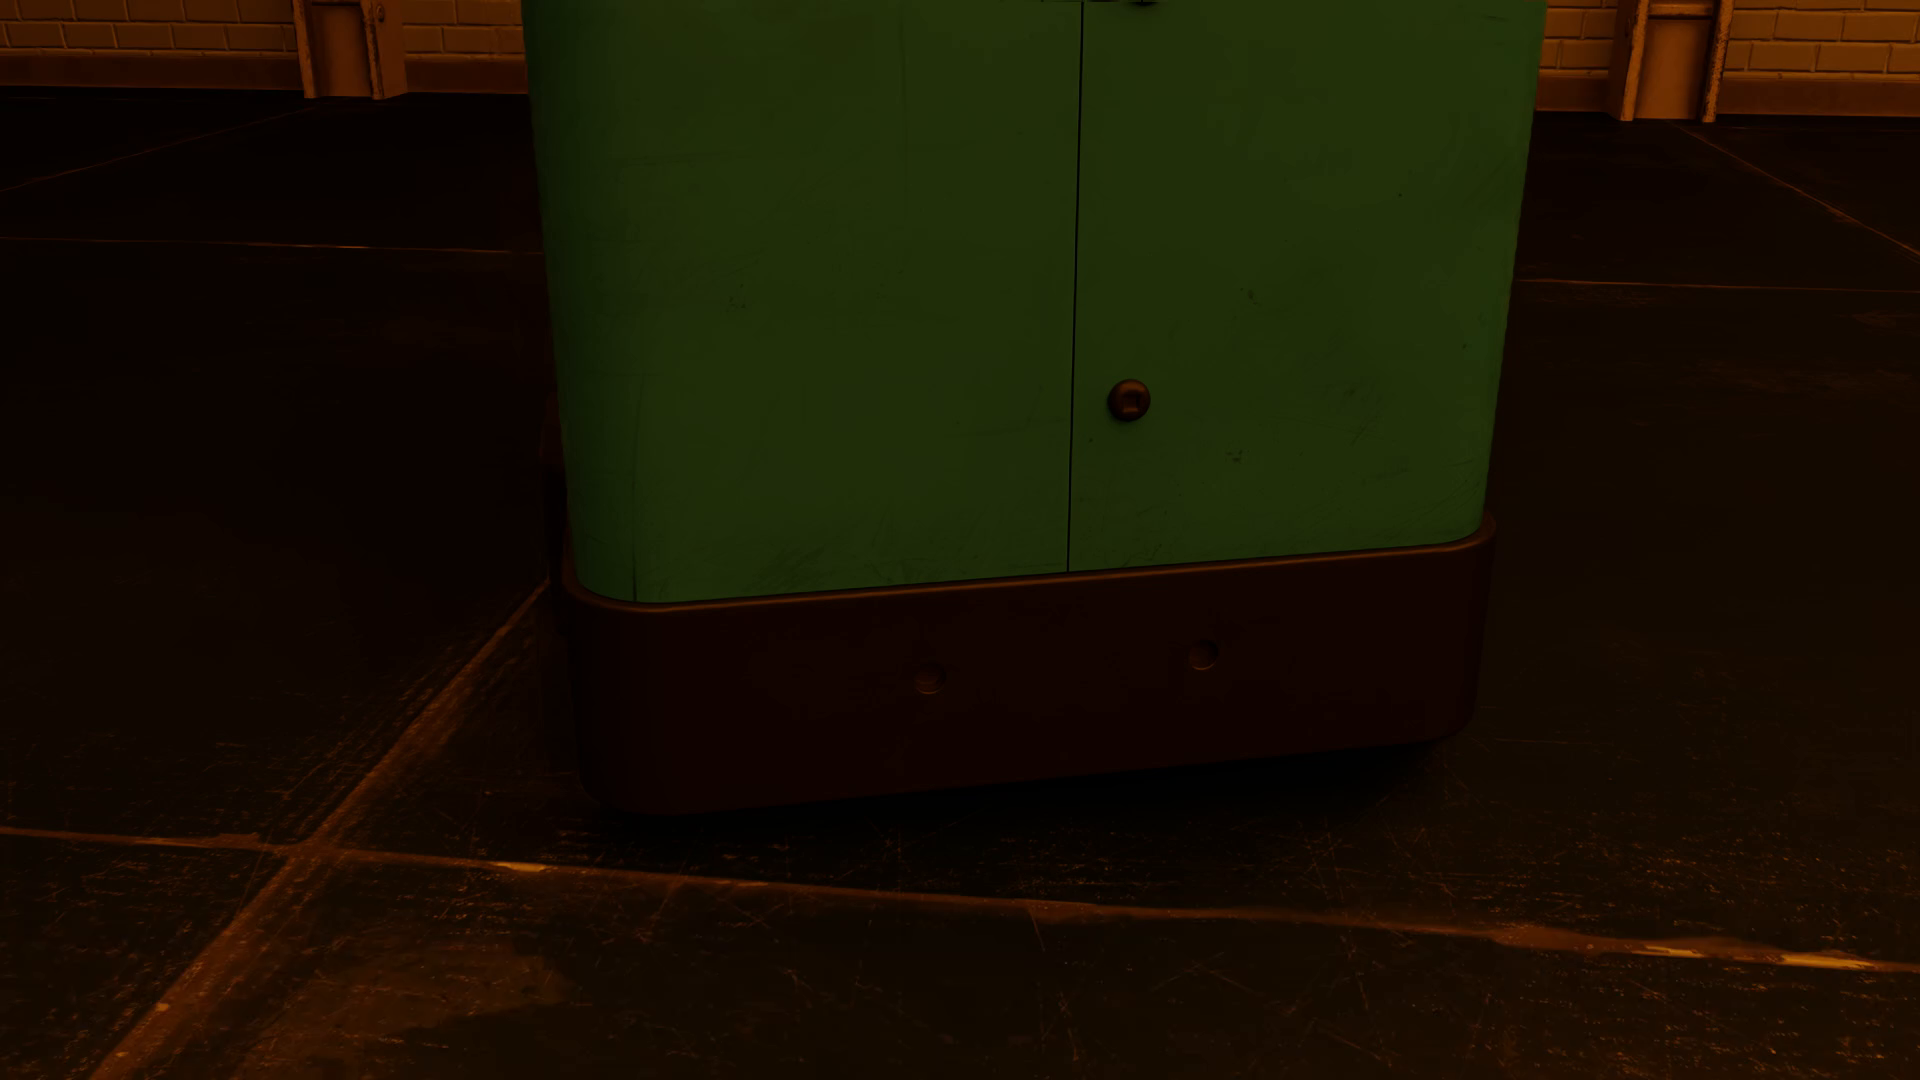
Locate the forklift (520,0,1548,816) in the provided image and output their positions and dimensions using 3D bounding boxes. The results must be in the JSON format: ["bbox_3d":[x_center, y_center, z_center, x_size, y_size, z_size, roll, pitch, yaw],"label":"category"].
[{"bbox_3d":[-0.171,-1.586,2.692,1.130,2.935,3.031,-4,22,-10],"label":"forklift"}]
